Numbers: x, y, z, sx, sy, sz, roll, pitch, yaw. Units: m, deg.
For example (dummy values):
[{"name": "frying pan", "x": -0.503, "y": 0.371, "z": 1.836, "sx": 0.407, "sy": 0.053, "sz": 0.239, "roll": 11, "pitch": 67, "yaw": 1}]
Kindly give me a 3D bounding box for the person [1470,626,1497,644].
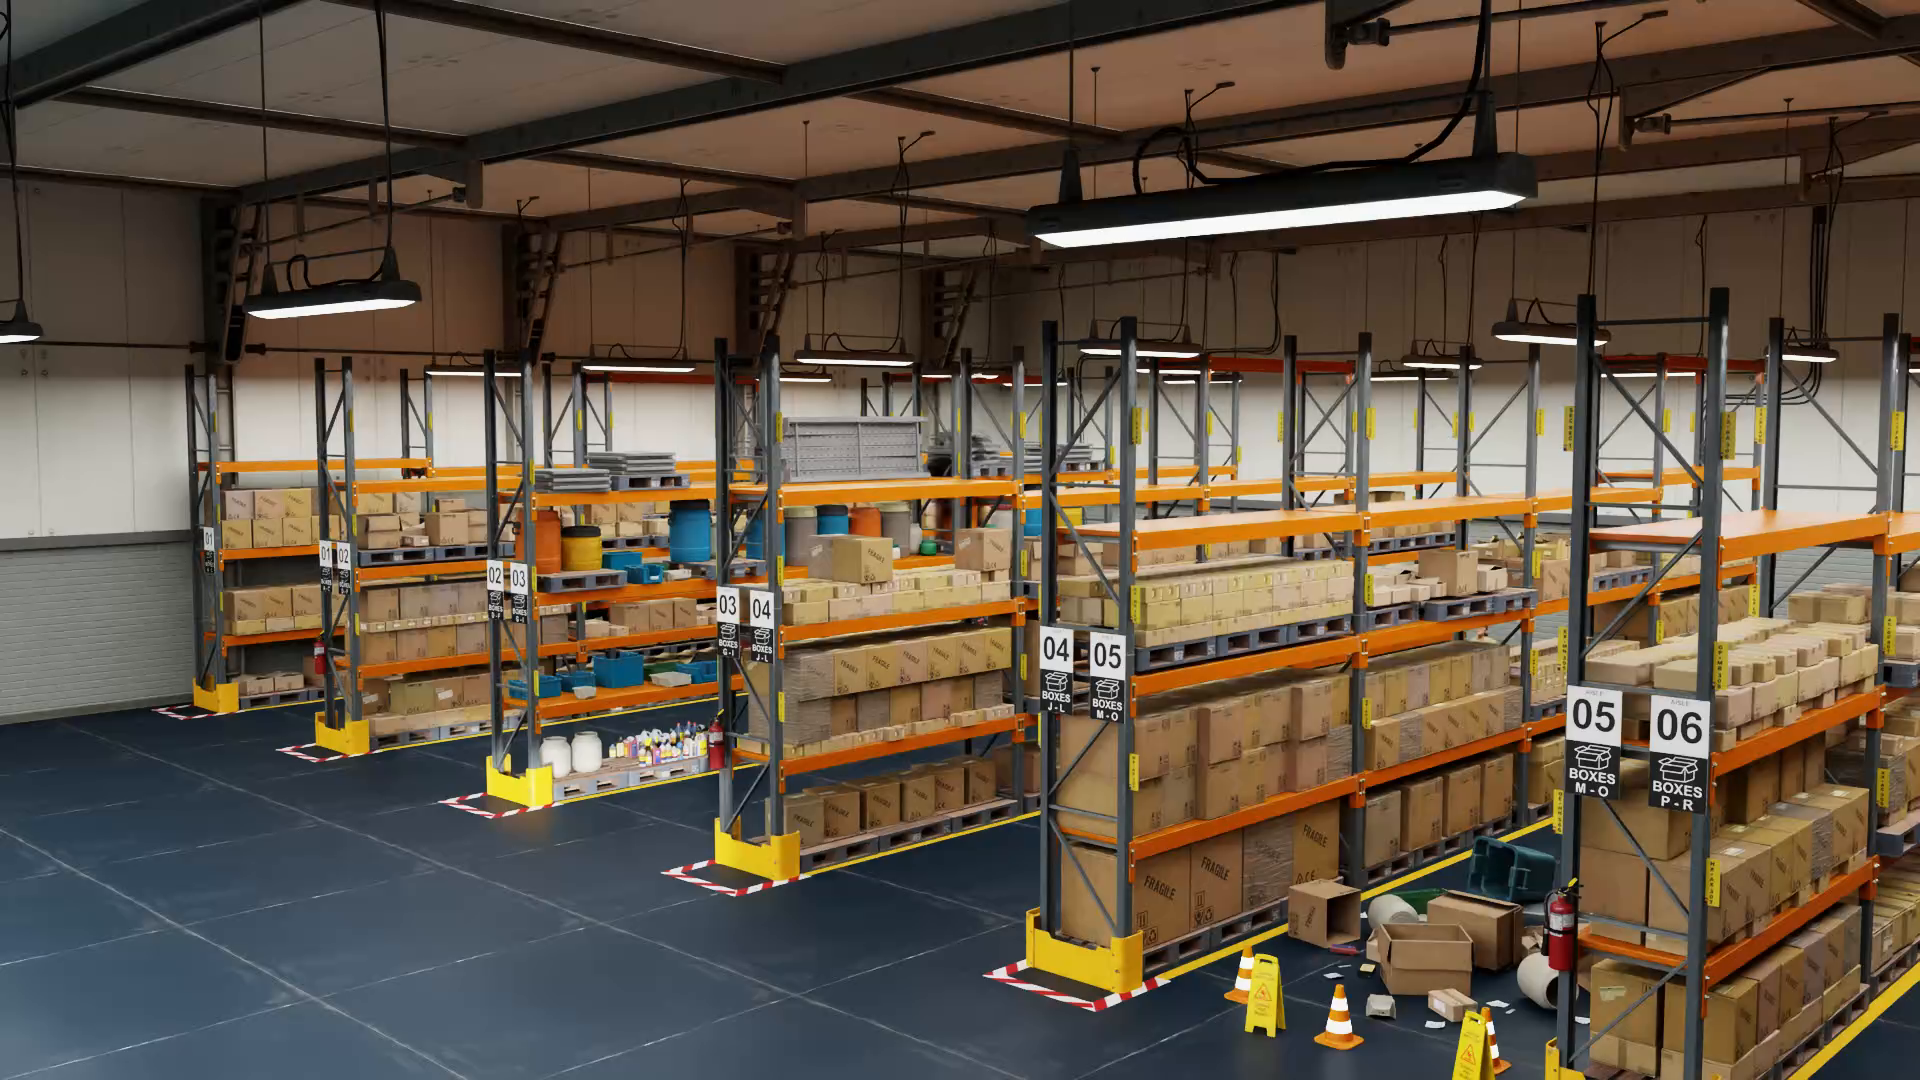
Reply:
[{"name": "person", "x": 8.797, "y": 2.200, "z": 28.118, "sx": 0.574, "sy": 1.631, "sz": 0.540, "roll": 4, "pitch": 6, "yaw": 42}]
